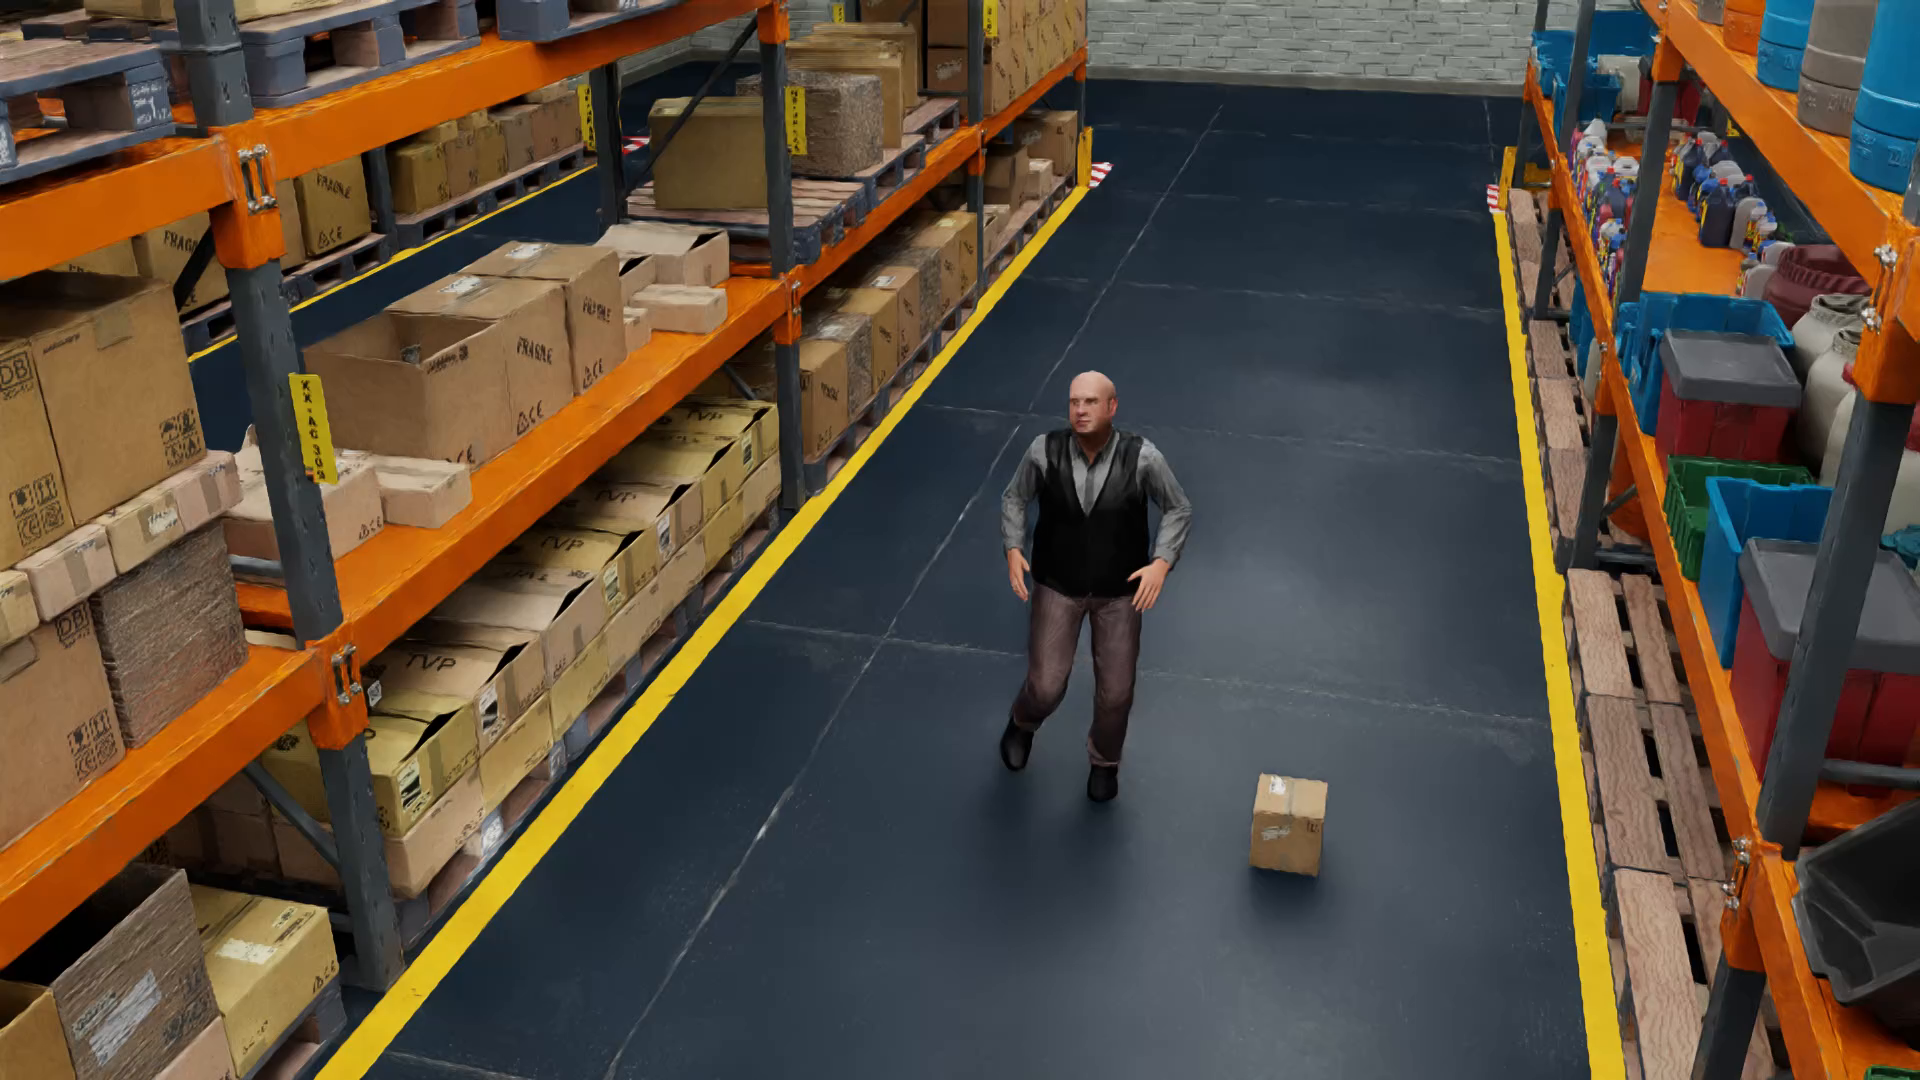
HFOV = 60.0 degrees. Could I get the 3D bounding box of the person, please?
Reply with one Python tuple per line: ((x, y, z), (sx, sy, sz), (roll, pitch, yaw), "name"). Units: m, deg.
((0.504, 0.199, 6.259), (0.710, 1.689, 0.493), (1, 25, 2), "person")
